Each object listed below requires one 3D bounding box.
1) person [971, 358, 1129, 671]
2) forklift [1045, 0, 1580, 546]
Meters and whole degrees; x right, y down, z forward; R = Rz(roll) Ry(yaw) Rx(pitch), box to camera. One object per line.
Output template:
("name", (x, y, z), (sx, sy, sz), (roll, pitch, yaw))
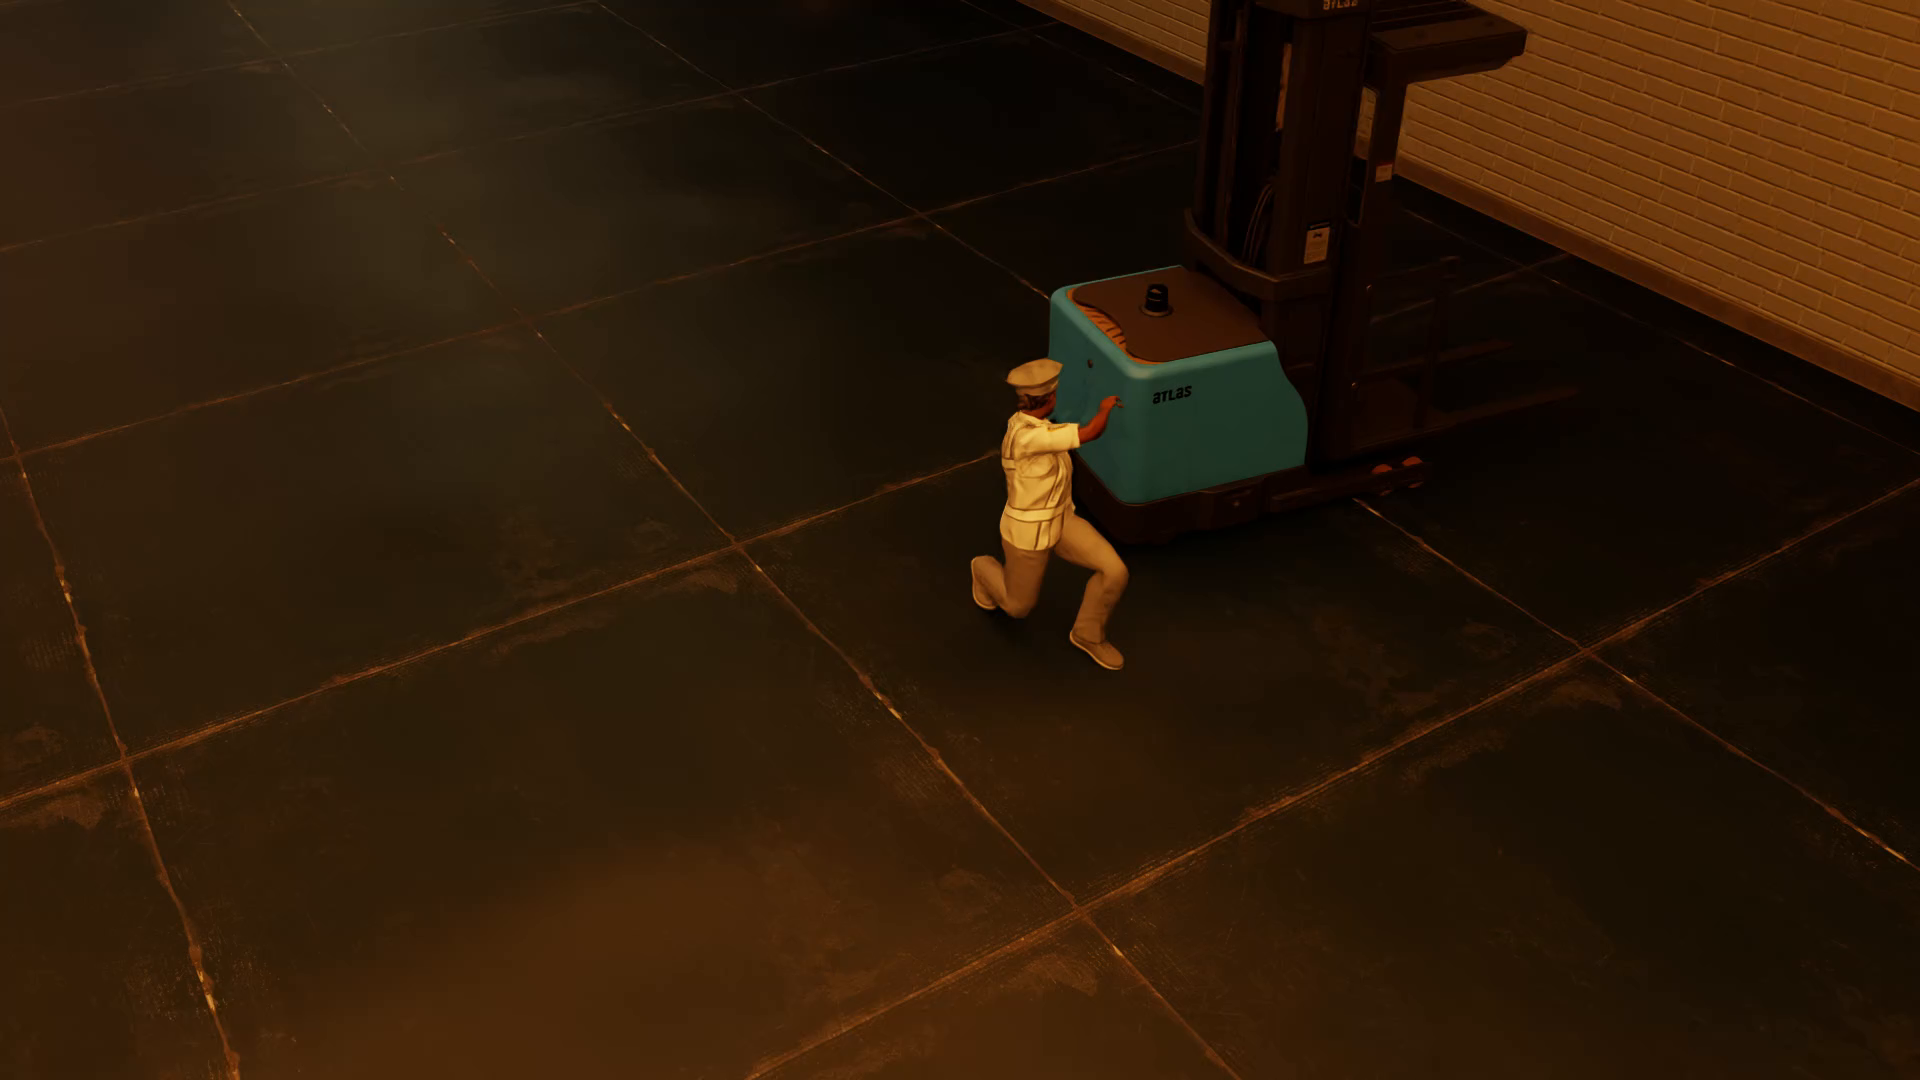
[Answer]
("person", (0.498, -0.211, 7.808), (0.950, 1.383, 0.849), (22, 40, 28))
("forklift", (2.027, -1.710, 8.581), (3.031, 2.935, 1.130), (-13, 37, -18))
